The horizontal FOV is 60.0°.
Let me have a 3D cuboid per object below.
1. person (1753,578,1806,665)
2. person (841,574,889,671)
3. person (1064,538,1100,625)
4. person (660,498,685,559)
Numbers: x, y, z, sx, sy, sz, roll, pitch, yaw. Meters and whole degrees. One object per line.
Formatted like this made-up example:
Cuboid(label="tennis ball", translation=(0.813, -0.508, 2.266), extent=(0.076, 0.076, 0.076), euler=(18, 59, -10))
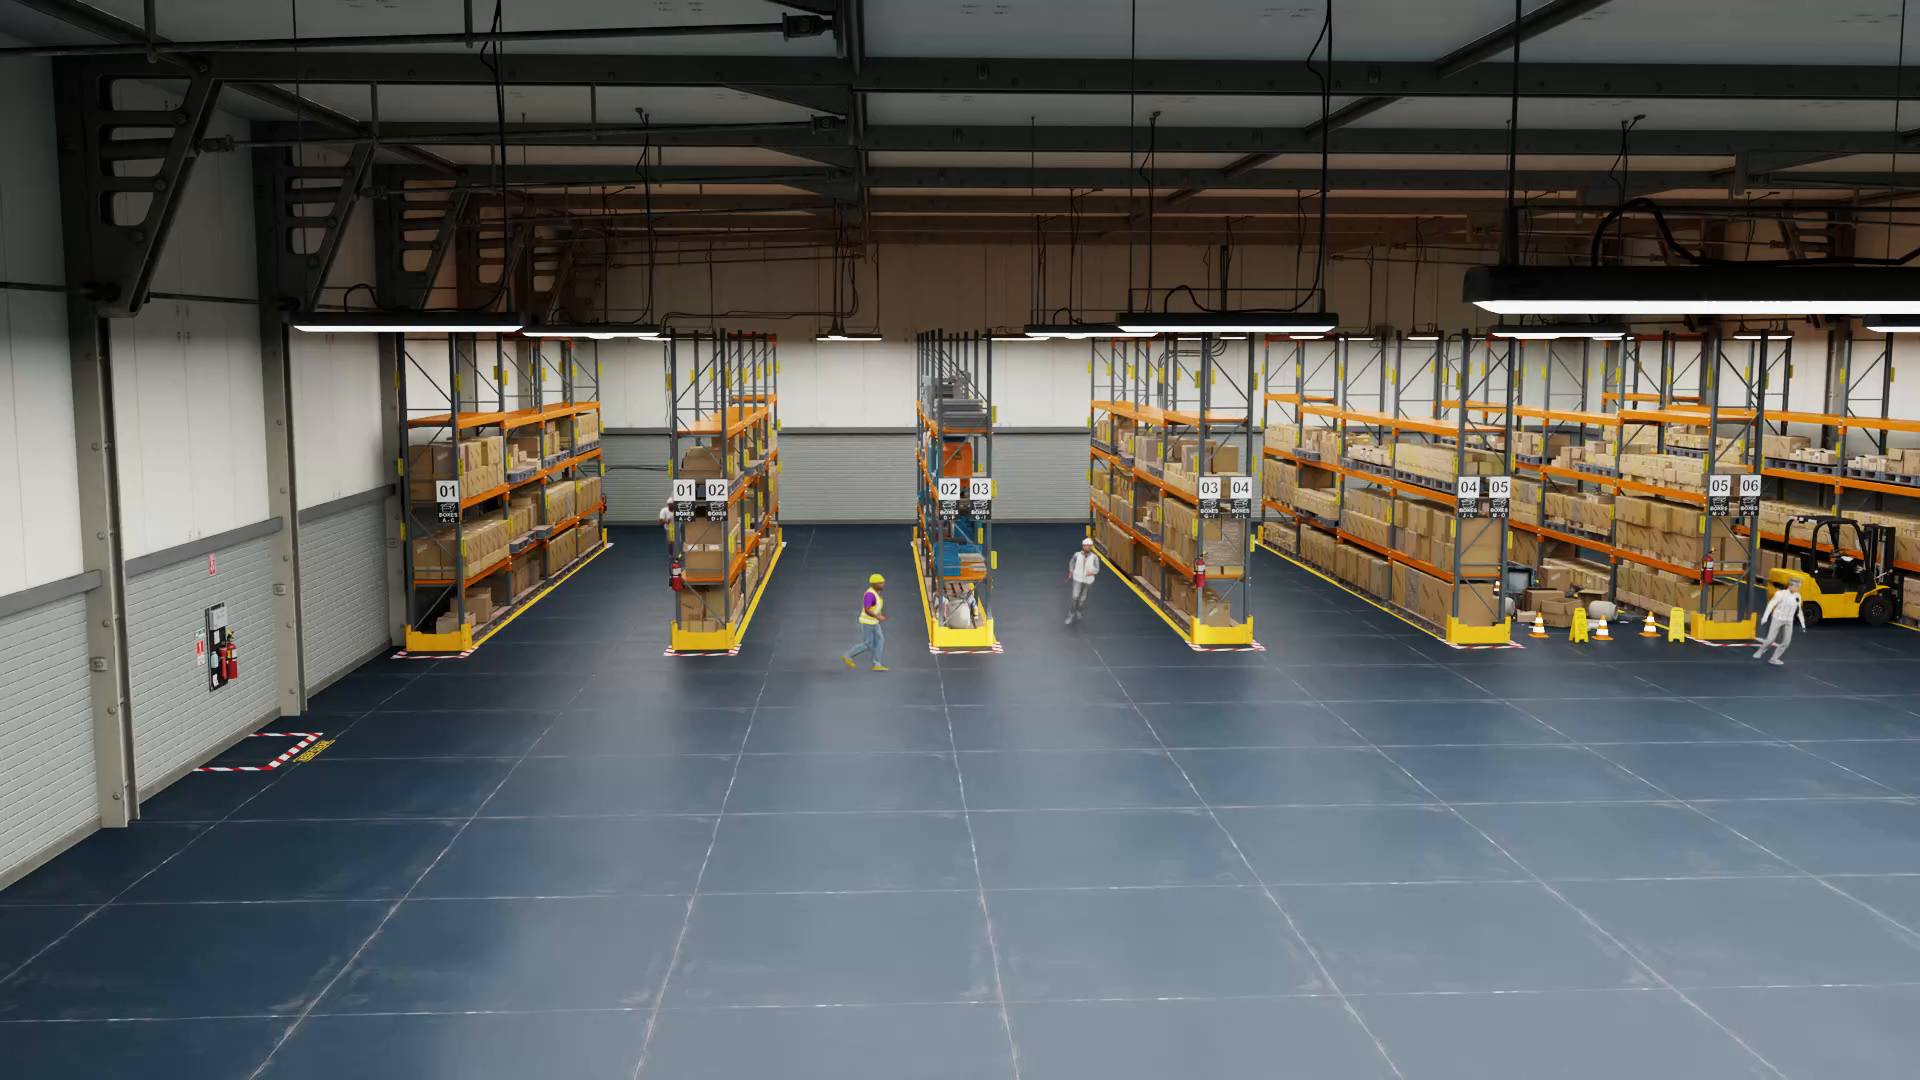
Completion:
Cuboid(label="person", translation=(14.640, 1.437, 29.675), extent=(0.732, 1.588, 0.626), euler=(0, 7, -3))
Cuboid(label="person", translation=(-1.655, 1.449, 29.109), extent=(0.849, 1.722, 0.694), euler=(2, 7, 13))
Cuboid(label="person", translation=(2.503, 0.830, 34.049), extent=(0.716, 1.744, 0.833), euler=(0, 7, 4))
Cuboid(label="person", translation=(-7.610, -0.310, 44.115), extent=(0.729, 1.656, 0.915), euler=(-2, 7, -16))
